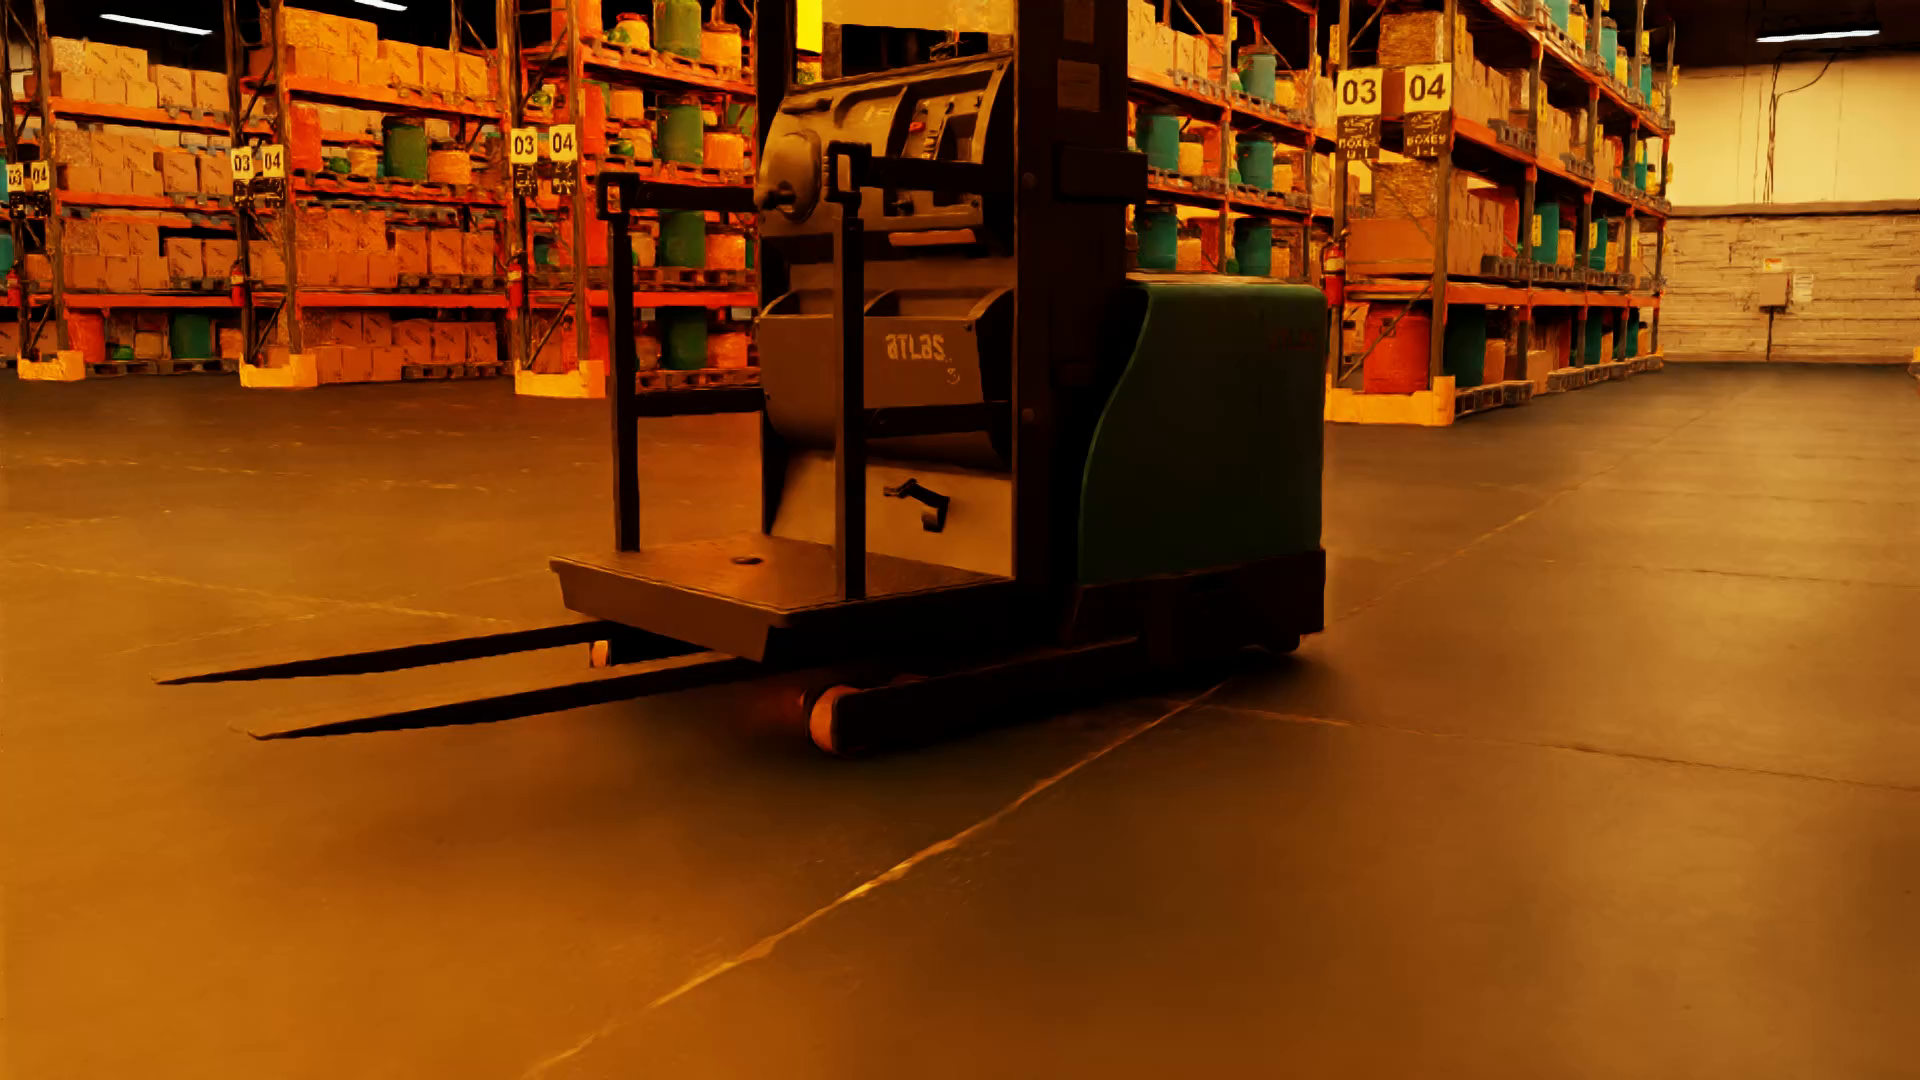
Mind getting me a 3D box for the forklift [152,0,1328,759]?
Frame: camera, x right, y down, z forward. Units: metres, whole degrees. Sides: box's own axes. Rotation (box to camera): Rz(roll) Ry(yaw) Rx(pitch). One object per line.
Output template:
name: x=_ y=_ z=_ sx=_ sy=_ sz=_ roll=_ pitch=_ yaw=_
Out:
forklift: x=-0.370 y=-1.039 z=4.125 sx=3.031 sy=2.935 sz=1.130 roll=-7 pitch=10 yaw=-41
